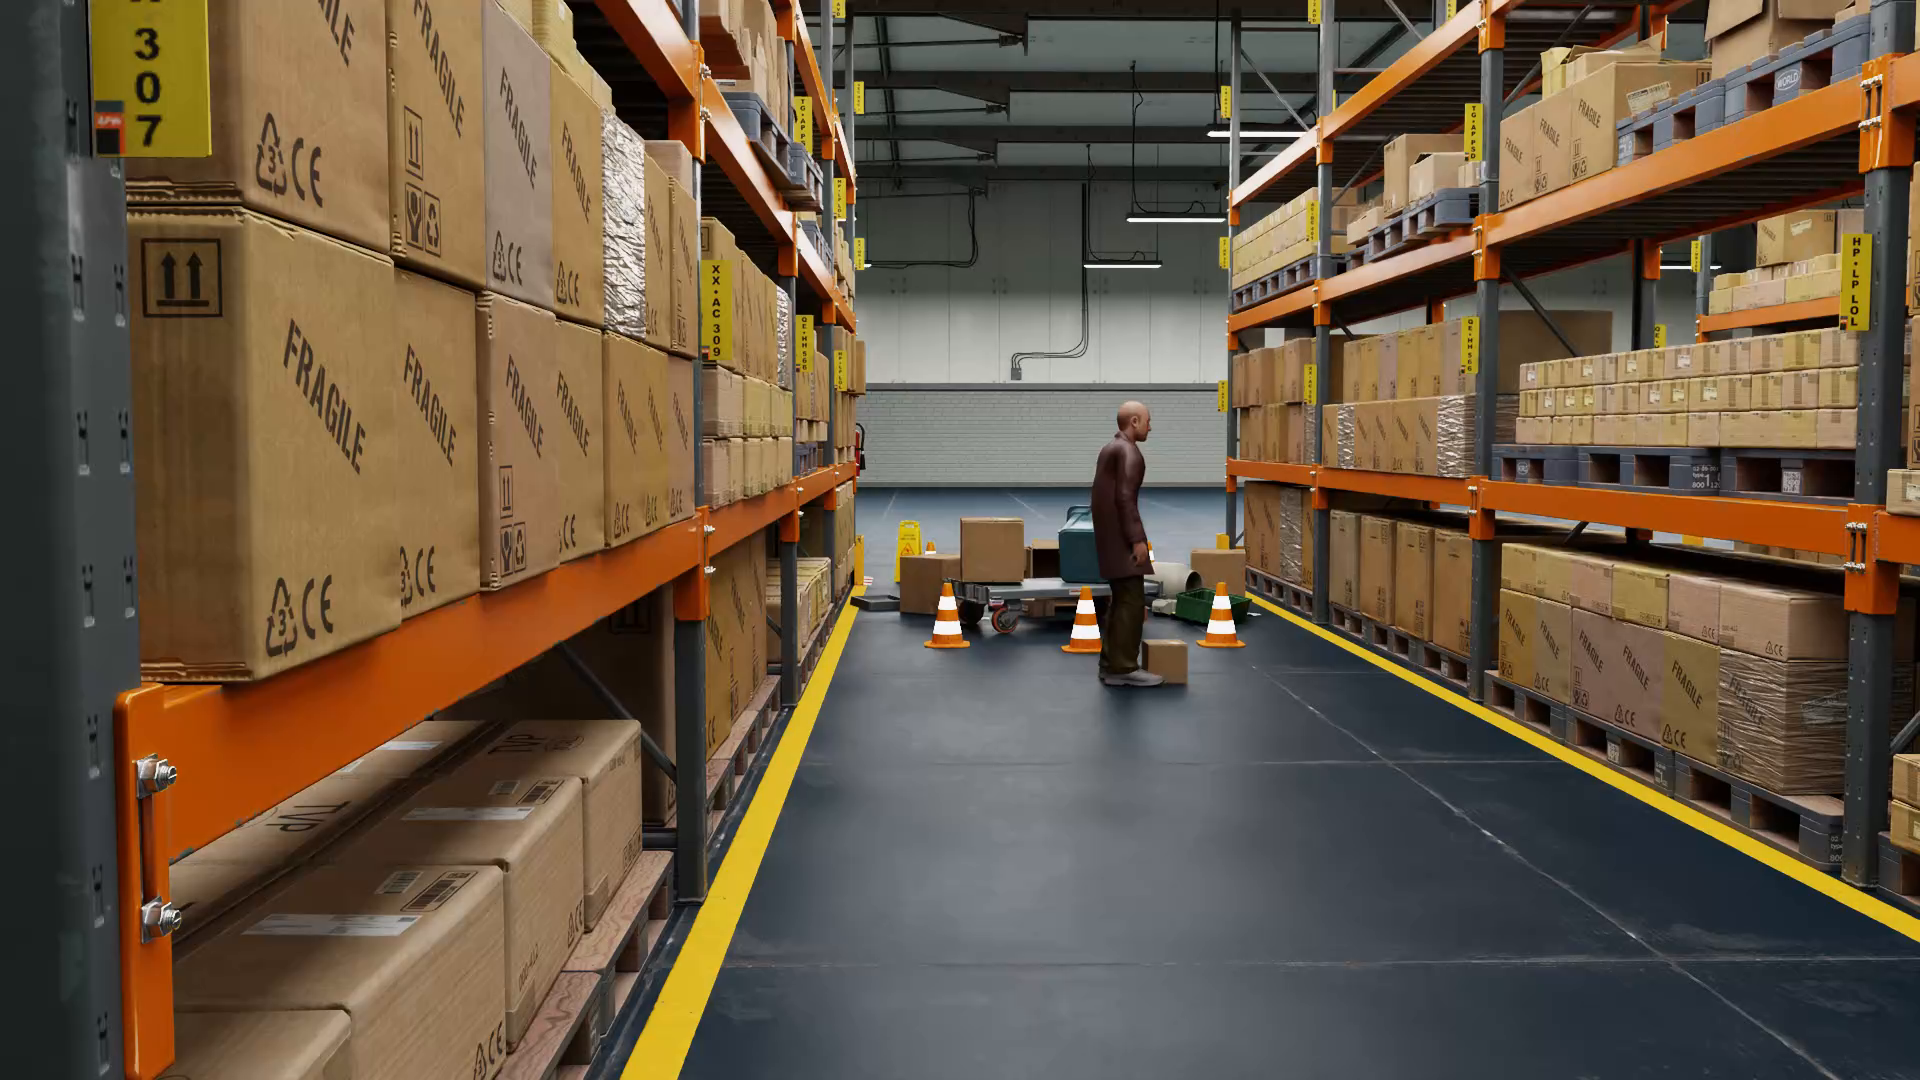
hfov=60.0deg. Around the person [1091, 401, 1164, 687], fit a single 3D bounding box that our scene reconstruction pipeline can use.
[{"bbox_3d":[1.048,0.011,10.523,0.428,1.773,0.650,0,4,-5],"label":"person"}]
